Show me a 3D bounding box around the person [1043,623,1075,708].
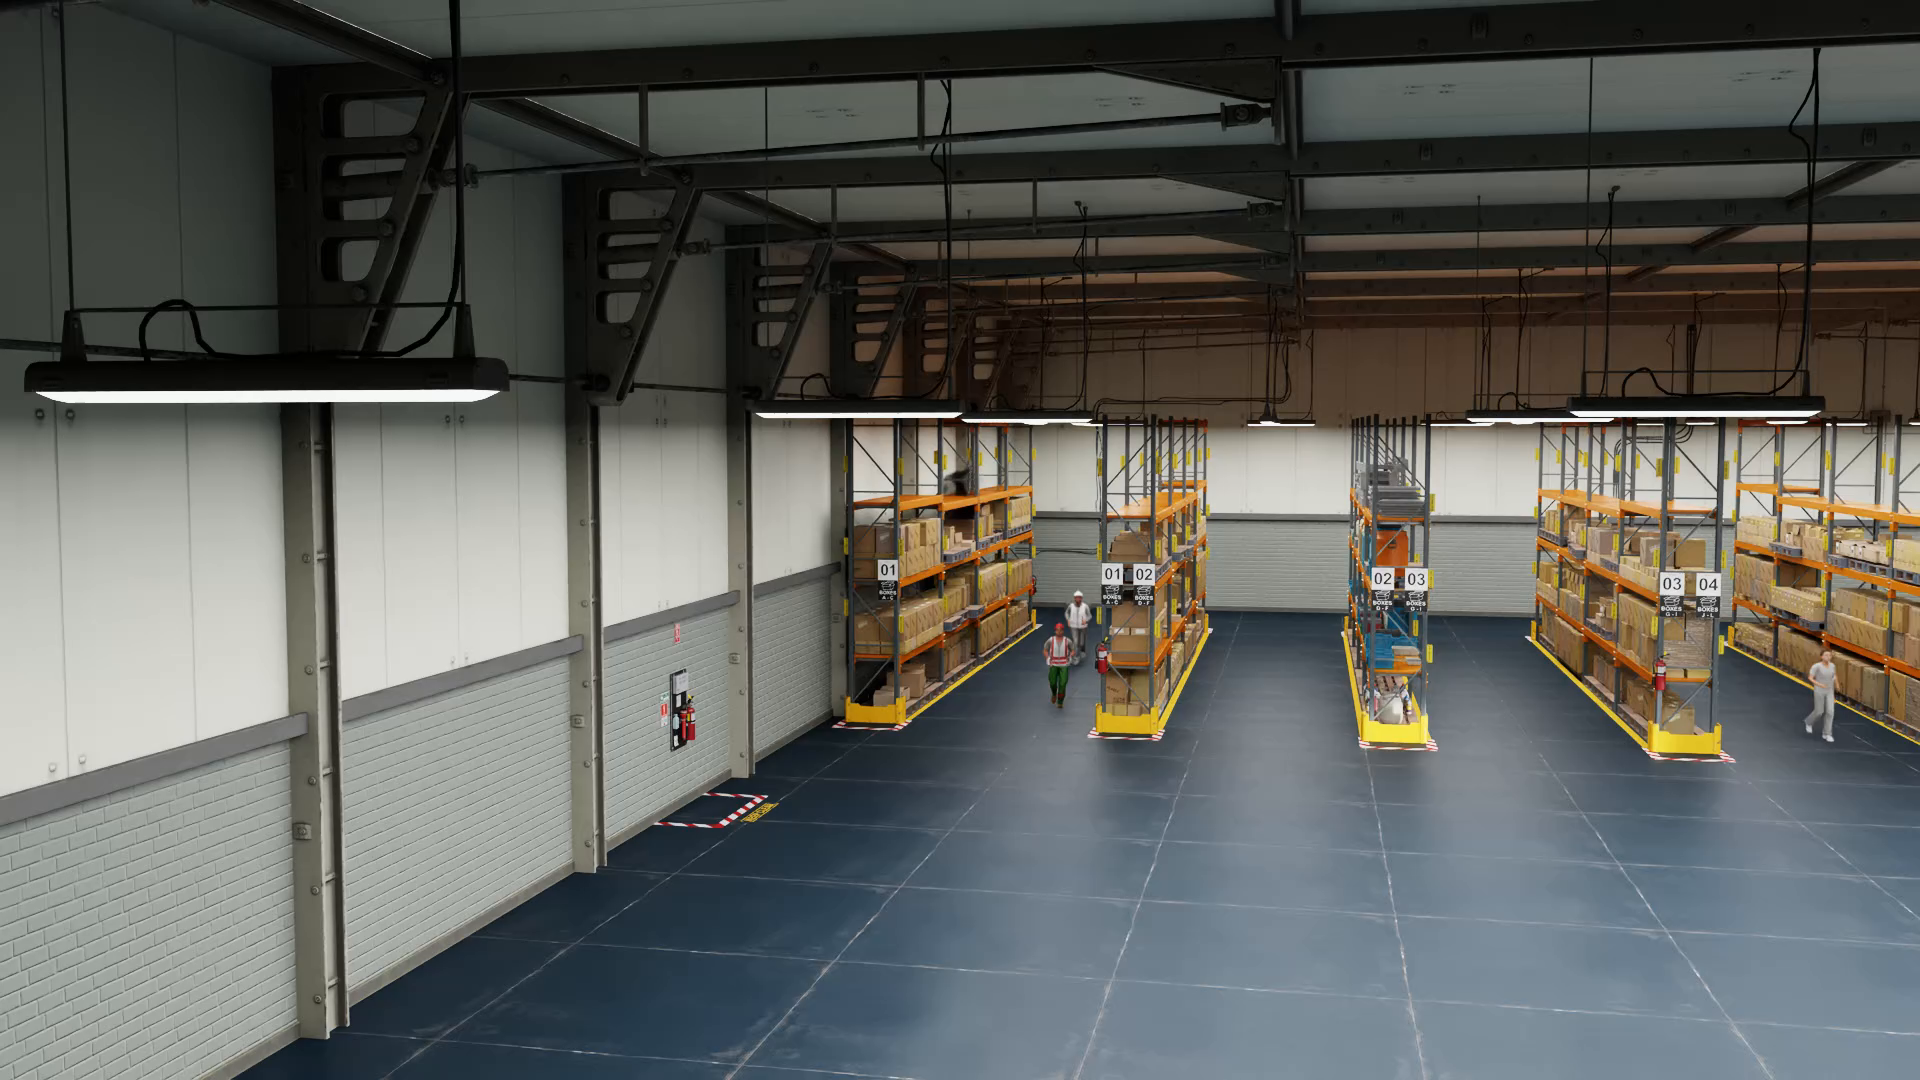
[{"bbox_3d":[2.034,2.580,34.104,0.652,1.736,0.612,0,4,4],"label":"person"}]

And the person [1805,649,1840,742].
[{"bbox_3d":[15.980,2.848,30.791,0.589,1.671,0.811,0,4,-1],"label":"person"}]

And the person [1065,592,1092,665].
[{"bbox_3d":[2.887,2.138,40.732,0.670,1.761,0.722,0,4,7],"label":"person"}]
